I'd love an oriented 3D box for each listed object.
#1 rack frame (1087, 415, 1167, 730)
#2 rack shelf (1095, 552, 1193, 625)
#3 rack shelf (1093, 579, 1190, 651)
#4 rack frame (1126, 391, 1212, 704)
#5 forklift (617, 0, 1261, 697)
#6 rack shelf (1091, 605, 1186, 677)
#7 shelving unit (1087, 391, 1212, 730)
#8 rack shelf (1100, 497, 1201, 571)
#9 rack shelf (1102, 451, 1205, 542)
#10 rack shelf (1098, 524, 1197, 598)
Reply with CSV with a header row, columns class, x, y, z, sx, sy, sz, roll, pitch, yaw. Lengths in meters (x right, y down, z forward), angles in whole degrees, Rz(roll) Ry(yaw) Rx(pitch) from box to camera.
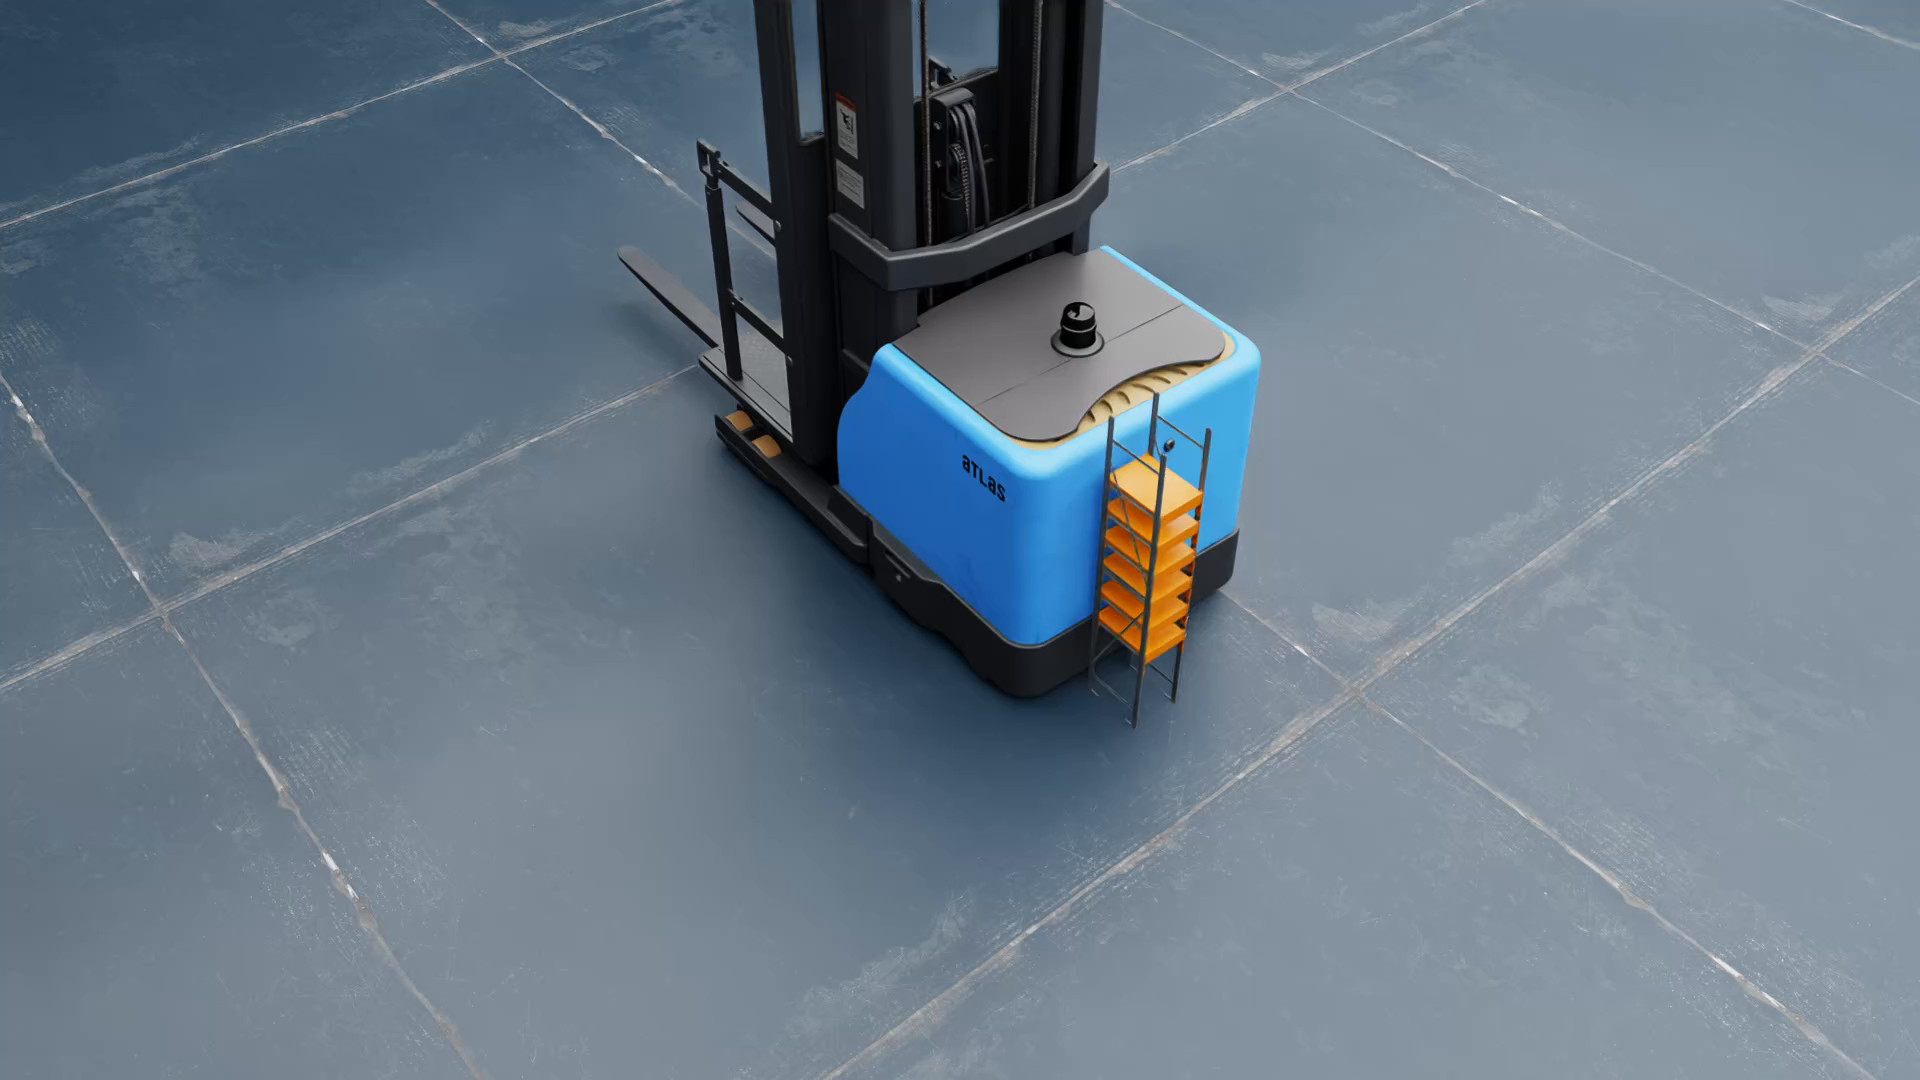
class,x,y,z,sx,sy,sz,roll,pitch,yaw
rack frame,0.515,0.134,5.230,0.006,1.200,0.240,-29,50,-27
rack shelf,0.586,0.127,5.303,0.180,0.103,0.258,-29,50,-27
rack shelf,0.586,0.215,5.385,0.180,0.103,0.258,-29,50,-27
rack frame,0.657,0.055,5.315,0.006,1.200,0.240,-29,50,-27
forklift,-0.311,-1.498,5.704,1.130,2.935,3.031,-28,50,-27
rack shelf,0.586,0.302,5.467,0.180,0.103,0.258,-29,50,-27
shelving unit,0.586,0.095,5.273,0.189,1.200,0.258,-29,50,-27
rack shelf,0.586,-0.048,5.139,0.180,0.103,0.258,-29,50,-27
rack shelf,0.586,-0.135,5.057,0.180,0.103,0.258,-29,50,-27
rack shelf,0.586,0.040,5.221,0.180,0.103,0.258,-29,50,-27
